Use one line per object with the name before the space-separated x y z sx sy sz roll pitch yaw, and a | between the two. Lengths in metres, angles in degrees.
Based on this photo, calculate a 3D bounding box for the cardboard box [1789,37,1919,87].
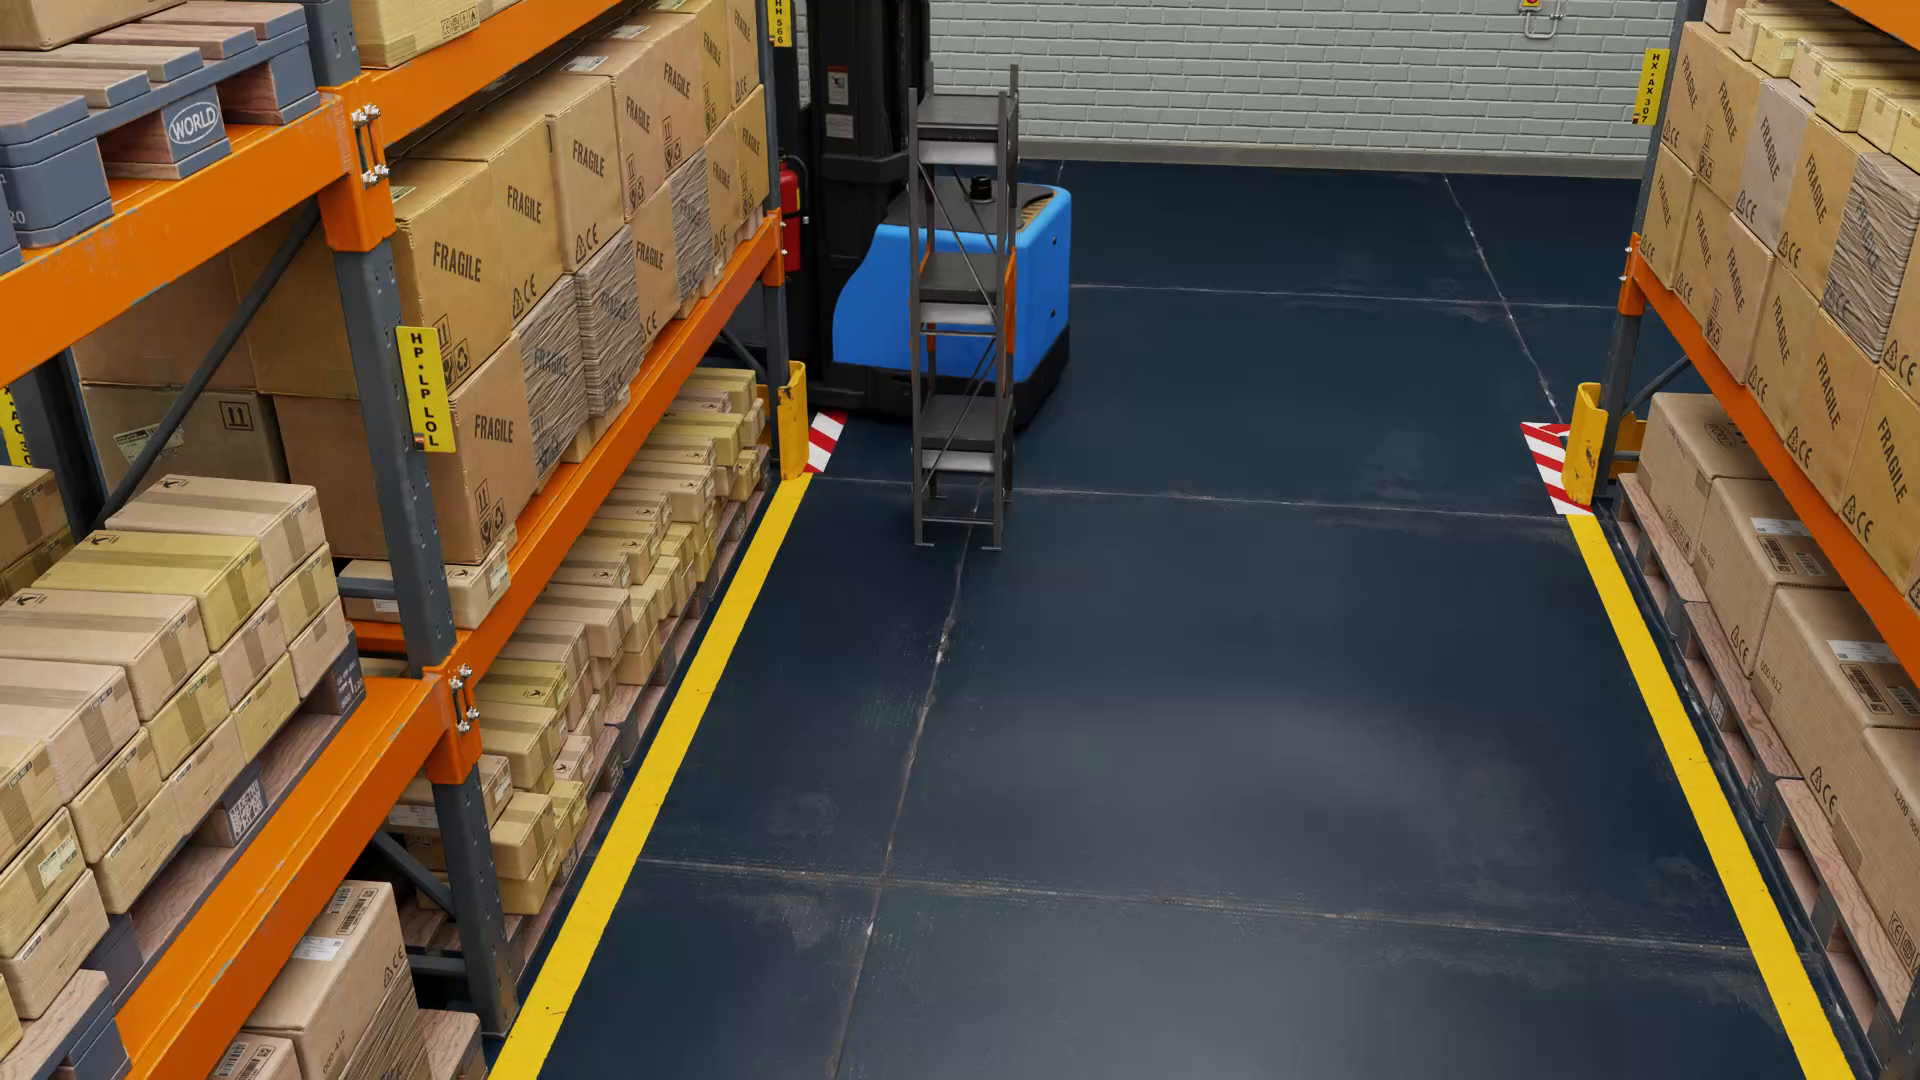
cardboard box | 3.147 -1.651 5.808 0.380 0.149 0.250 4 29 7

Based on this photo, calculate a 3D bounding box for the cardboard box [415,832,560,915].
cardboard box | -1.485 1.034 5.232 0.380 0.149 0.250 2 28 4

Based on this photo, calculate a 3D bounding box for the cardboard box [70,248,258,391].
cardboard box | -2.059 -0.736 4.480 0.500 0.500 0.500 2 28 4

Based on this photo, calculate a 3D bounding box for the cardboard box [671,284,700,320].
cardboard box | -1.271 -1.009 6.724 0.380 0.149 0.250 2 28 4

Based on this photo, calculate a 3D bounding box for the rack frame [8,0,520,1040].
rack frame | -1.848 0.116 4.372 1.000 3.000 0.127 3 28 6

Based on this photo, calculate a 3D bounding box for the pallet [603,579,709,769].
pallet | -1.654 0.450 6.693 1.003 0.211 1.213 3 28 6

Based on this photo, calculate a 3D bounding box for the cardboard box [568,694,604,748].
cardboard box | -1.492 0.666 5.914 0.380 0.149 0.250 3 28 5

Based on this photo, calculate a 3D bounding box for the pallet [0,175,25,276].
pallet | -2.154 -0.349 2.270 1.213 0.211 1.003 3 28 6

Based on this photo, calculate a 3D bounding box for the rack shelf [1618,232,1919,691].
rack shelf | 3.322 -0.268 5.844 1.077 0.370 4.000 3 28 6

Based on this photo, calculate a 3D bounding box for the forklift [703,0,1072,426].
forklift | -0.954 -2.264 8.862 3.031 2.935 1.130 9 29 15

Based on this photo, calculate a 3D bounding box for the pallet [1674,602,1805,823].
pallet | 3.395 0.655 6.312 1.003 0.211 1.213 3 28 6

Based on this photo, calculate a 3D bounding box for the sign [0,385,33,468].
sign | -2.388 -0.293 4.218 0.100 0.325 0.005 3 28 6

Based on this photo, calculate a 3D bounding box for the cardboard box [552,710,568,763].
cardboard box | -1.550 0.662 5.608 0.380 0.149 0.250 3 28 6

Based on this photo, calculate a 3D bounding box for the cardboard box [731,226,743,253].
cardboard box | -1.185 -1.371 7.398 0.380 0.149 0.250 3 28 6

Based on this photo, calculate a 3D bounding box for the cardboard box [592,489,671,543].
cardboard box | -1.380 -0.085 6.681 0.380 0.149 0.250 2 28 4

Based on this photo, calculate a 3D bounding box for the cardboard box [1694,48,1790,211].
cardboard box | 3.169 -1.558 6.319 0.500 0.500 0.500 3 28 5

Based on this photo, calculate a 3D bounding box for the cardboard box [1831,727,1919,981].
cardboard box | 3.260 1.010 4.971 0.875 0.438 0.875 3 28 5

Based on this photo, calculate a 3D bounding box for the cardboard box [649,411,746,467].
cardboard box | -1.165 -0.450 7.359 0.380 0.149 0.250 3 28 5

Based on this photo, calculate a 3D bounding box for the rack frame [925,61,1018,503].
rack frame | 0.050 -1.117 7.610 0.400 2.100 0.015 3 28 6

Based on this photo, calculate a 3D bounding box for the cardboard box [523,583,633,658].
cardboard box | -1.404 0.287 5.990 0.380 0.149 0.250 4 29 7

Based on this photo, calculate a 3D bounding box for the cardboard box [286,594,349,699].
cardboard box | -1.700 0.240 3.963 0.380 0.149 0.250 3 28 5

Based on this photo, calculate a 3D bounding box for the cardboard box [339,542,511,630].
cardboard box | -1.489 0.112 4.644 0.380 0.149 0.250 4 29 8

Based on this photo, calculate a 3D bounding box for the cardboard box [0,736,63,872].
cardboard box | -1.835 0.467 2.915 0.380 0.149 0.250 2 28 5

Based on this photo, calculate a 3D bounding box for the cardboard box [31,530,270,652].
cardboard box | -1.736 0.107 3.584 0.380 0.149 0.250 3 28 5

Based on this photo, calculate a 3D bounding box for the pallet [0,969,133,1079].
pallet | -2.136 1.149 2.656 1.003 0.211 1.213 3 28 6

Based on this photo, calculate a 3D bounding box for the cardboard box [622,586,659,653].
cardboard box | -1.363 0.292 6.295 0.380 0.149 0.250 3 28 6

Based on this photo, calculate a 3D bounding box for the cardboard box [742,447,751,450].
cardboard box | -1.216 -0.437 7.961 0.380 0.149 0.250 4 29 7

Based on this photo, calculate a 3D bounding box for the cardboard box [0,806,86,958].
cardboard box | -1.828 0.602 2.979 0.380 0.149 0.250 2 28 4

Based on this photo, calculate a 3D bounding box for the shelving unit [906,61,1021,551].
shelving unit | 0.020 -1.002 7.397 0.431 2.100 0.503 3 28 6

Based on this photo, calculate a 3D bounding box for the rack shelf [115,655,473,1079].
rack shelf | -2.093 1.374 2.795 1.077 0.370 4.000 3 28 6

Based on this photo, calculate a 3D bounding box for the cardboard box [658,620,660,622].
cardboard box | -1.410 0.292 6.608 0.380 0.149 0.250 4 29 8

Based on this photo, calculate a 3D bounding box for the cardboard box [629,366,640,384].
cardboard box | -1.389 -0.639 6.039 0.380 0.149 0.250 4 29 8

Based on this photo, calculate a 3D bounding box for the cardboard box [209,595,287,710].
cardboard box | -1.732 0.234 3.662 0.380 0.149 0.250 4 29 7

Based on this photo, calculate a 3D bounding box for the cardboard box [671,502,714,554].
cardboard box | -1.252 -0.073 6.973 0.380 0.149 0.250 4 29 7

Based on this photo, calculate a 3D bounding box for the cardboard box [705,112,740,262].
cardboard box | -1.226 -1.473 6.903 0.500 0.500 0.500 3 28 5

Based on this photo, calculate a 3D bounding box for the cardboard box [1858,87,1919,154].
cardboard box | 3.033 -1.292 5.141 0.380 0.149 0.250 3 28 6

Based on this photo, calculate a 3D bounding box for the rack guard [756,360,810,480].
rack guard | -1.367 -0.631 8.393 1.175 0.500 0.348 3 28 6

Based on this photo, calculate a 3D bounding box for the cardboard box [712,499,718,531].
cardboard box | -1.282 -0.073 7.287 0.380 0.149 0.250 4 29 7

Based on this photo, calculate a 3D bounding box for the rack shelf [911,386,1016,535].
rack shelf | 0.020 -0.374 7.735 0.431 0.518 0.480 3 28 6

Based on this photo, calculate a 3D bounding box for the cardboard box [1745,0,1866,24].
cardboard box | 3.287 -2.018 6.489 0.380 0.149 0.250 4 29 7

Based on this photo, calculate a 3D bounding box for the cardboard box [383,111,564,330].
cardboard box | -1.503 -0.942 4.863 0.500 0.500 0.500 3 28 5

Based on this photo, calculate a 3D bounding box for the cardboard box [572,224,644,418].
cardboard box | -1.387 -0.746 5.552 0.500 0.500 0.500 3 28 5

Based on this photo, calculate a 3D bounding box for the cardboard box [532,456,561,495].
cardboard box | -1.511 -0.270 5.353 0.380 0.149 0.250 2 28 4

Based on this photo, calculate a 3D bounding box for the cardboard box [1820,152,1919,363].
cardboard box | 2.984 -0.845 4.996 0.500 0.500 0.500 4 29 7

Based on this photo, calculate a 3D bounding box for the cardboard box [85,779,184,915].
cardboard box | -1.795 0.598 3.300 0.380 0.149 0.250 2 28 4

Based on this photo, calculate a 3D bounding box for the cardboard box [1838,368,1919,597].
cardboard box | 2.938 -0.163 4.785 0.500 0.500 0.500 3 28 5

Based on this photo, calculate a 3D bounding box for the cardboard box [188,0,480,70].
cardboard box | -1.530 -1.341 4.072 0.500 0.250 0.500 5 29 9

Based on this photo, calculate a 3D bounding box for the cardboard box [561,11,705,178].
cardboard box | -1.284 -1.668 6.211 0.500 0.500 0.500 5 29 9

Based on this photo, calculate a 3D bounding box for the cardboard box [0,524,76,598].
cardboard box | -2.353 0.070 3.967 0.380 0.149 0.250 4 29 7

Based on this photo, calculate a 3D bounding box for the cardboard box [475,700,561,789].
cardboard box | -1.508 0.648 5.320 0.380 0.149 0.250 5 29 9

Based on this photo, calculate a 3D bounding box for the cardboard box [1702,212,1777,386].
cardboard box | 3.109 -0.883 6.121 0.500 0.500 0.500 3 28 6

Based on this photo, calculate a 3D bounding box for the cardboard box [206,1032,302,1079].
cardboard box | -1.765 1.308 3.562 0.500 0.250 0.500 5 29 9

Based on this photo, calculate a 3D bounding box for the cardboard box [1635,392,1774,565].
cardboard box | 3.585 -0.267 7.342 0.875 0.438 0.875 2 28 4

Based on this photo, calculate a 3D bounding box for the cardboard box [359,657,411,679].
cardboard box | -2.048 0.502 5.592 0.380 0.149 0.250 3 28 6
